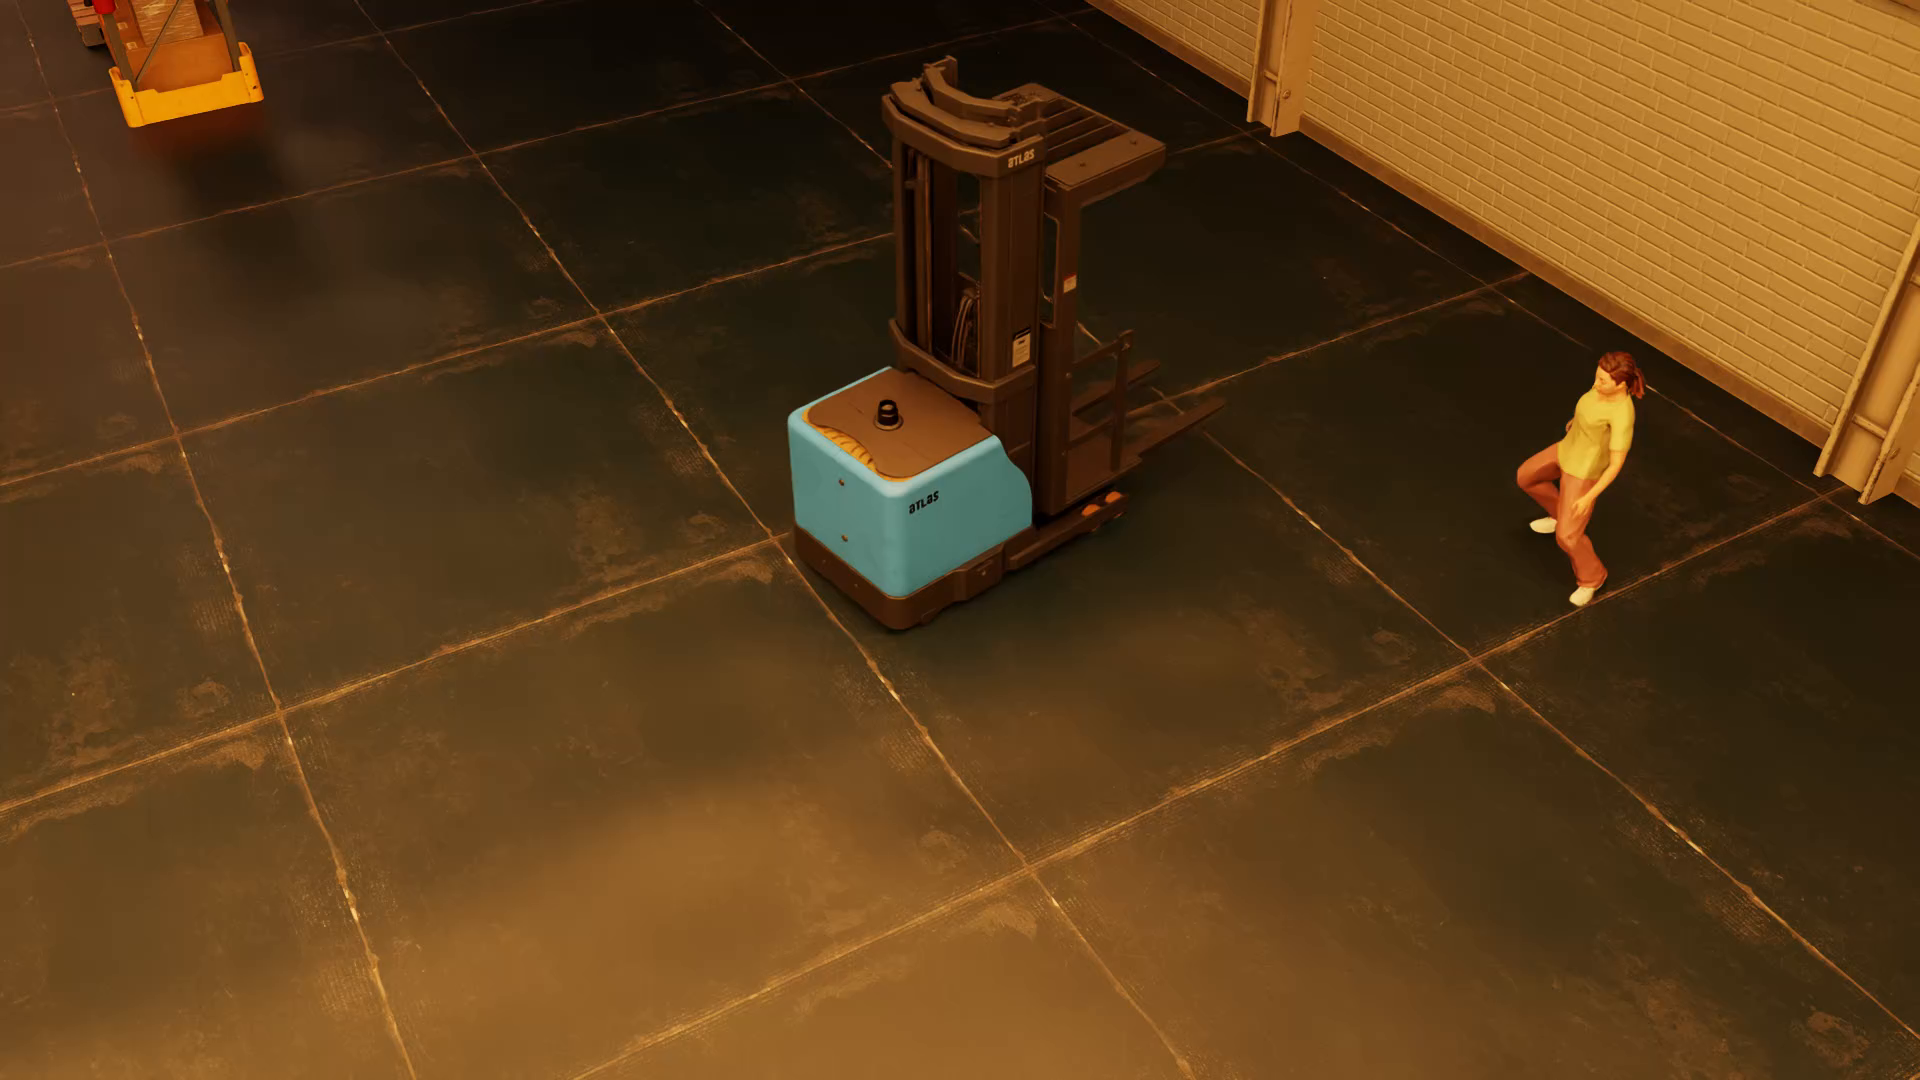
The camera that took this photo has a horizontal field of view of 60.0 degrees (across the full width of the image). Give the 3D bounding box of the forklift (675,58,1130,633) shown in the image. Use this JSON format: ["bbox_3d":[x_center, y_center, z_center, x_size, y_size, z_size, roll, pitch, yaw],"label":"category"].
[{"bbox_3d":[-0.481,-1.366,9.683,3.031,2.935,1.130,26,46,28],"label":"forklift"}]

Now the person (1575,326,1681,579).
[{"bbox_3d":[3.883,-0.553,9.639,0.373,1.601,0.577,4,40,5],"label":"person"}]
